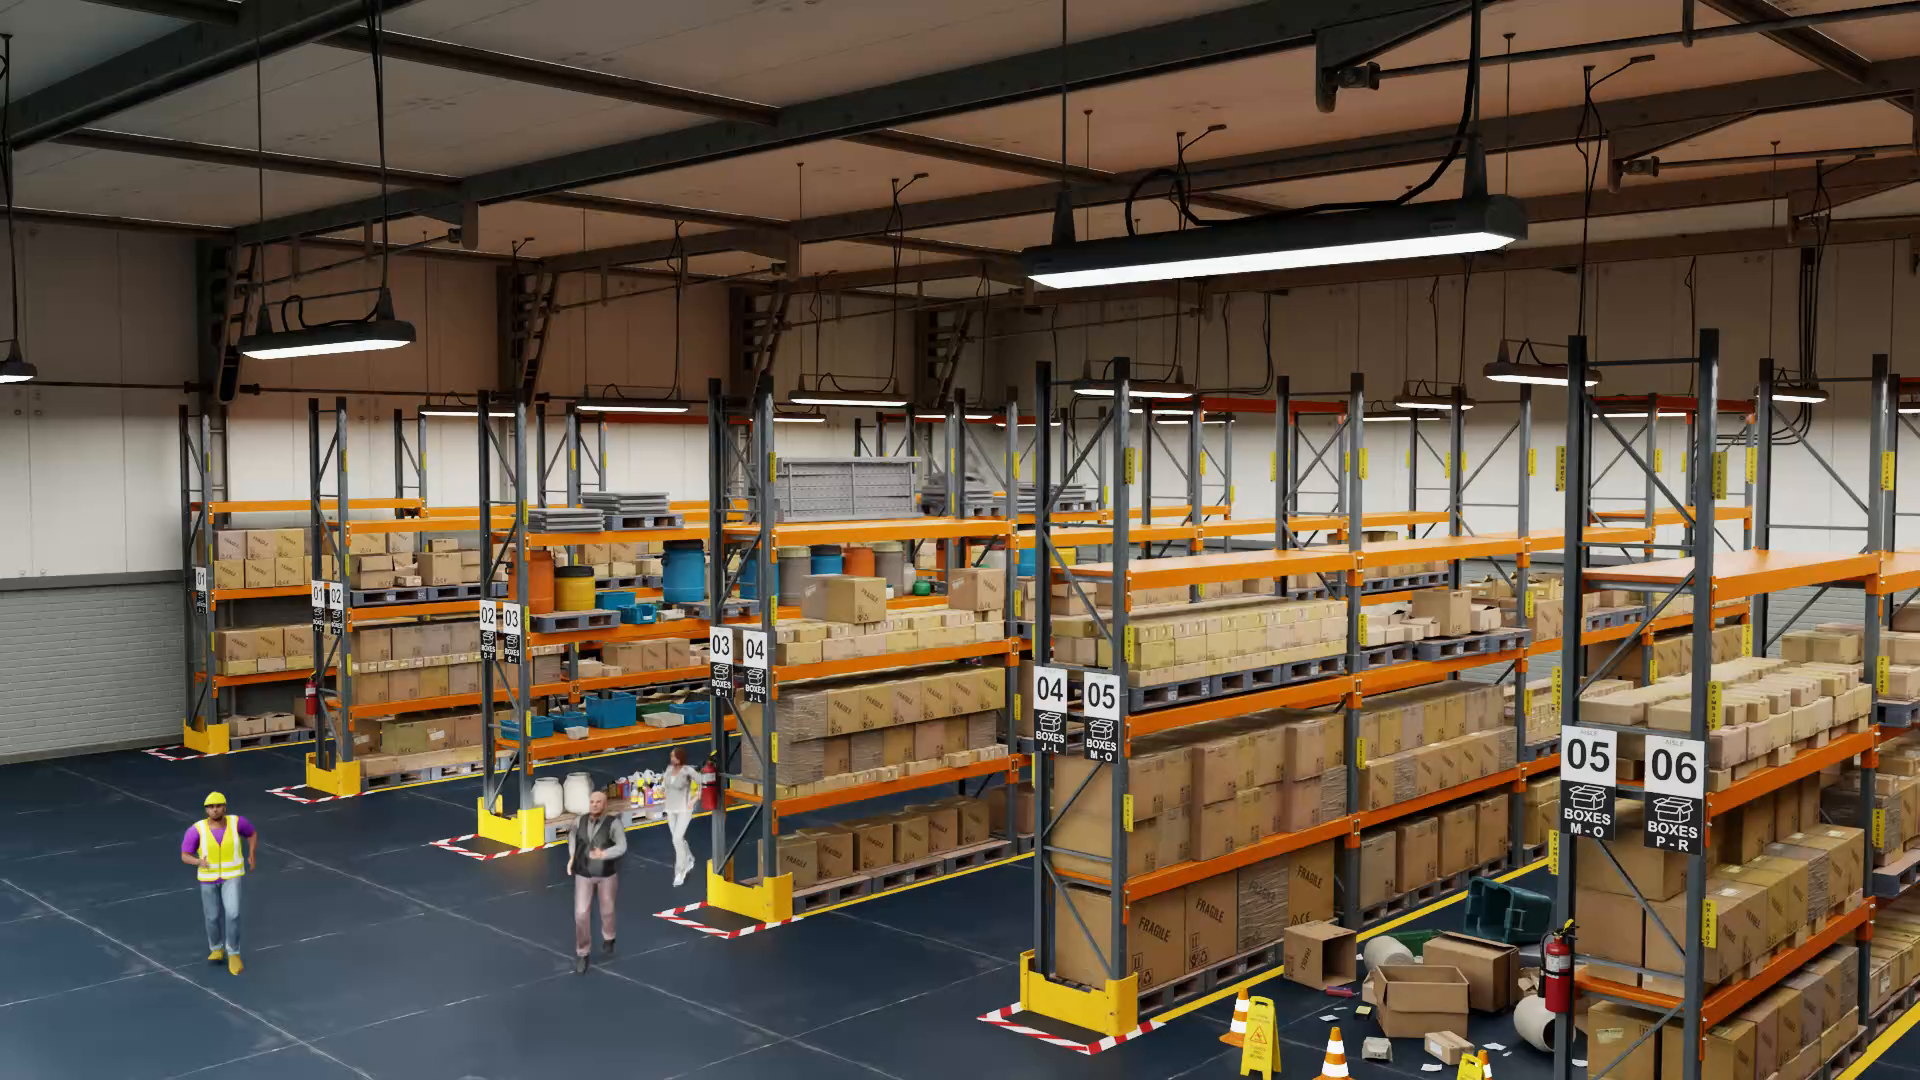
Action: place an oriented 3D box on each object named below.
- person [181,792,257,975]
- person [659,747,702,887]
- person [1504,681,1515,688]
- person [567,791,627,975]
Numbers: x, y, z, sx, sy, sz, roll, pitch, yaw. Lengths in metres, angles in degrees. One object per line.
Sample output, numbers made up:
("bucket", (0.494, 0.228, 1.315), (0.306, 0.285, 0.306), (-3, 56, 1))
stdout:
("person", (-7.383, 3.402, 16.578), (0.682, 1.796, 0.747), (-1, 3, -20))
("person", (-3.376, 3.316, 20.021), (0.537, 1.666, 0.636), (2, 3, 30))
("person", (8.486, 3.001, 25.565), (0.824, 1.667, 0.571), (-2, 4, -37))
("person", (-3.664, 3.415, 16.771), (0.632, 1.774, 0.785), (0, 3, -2))
